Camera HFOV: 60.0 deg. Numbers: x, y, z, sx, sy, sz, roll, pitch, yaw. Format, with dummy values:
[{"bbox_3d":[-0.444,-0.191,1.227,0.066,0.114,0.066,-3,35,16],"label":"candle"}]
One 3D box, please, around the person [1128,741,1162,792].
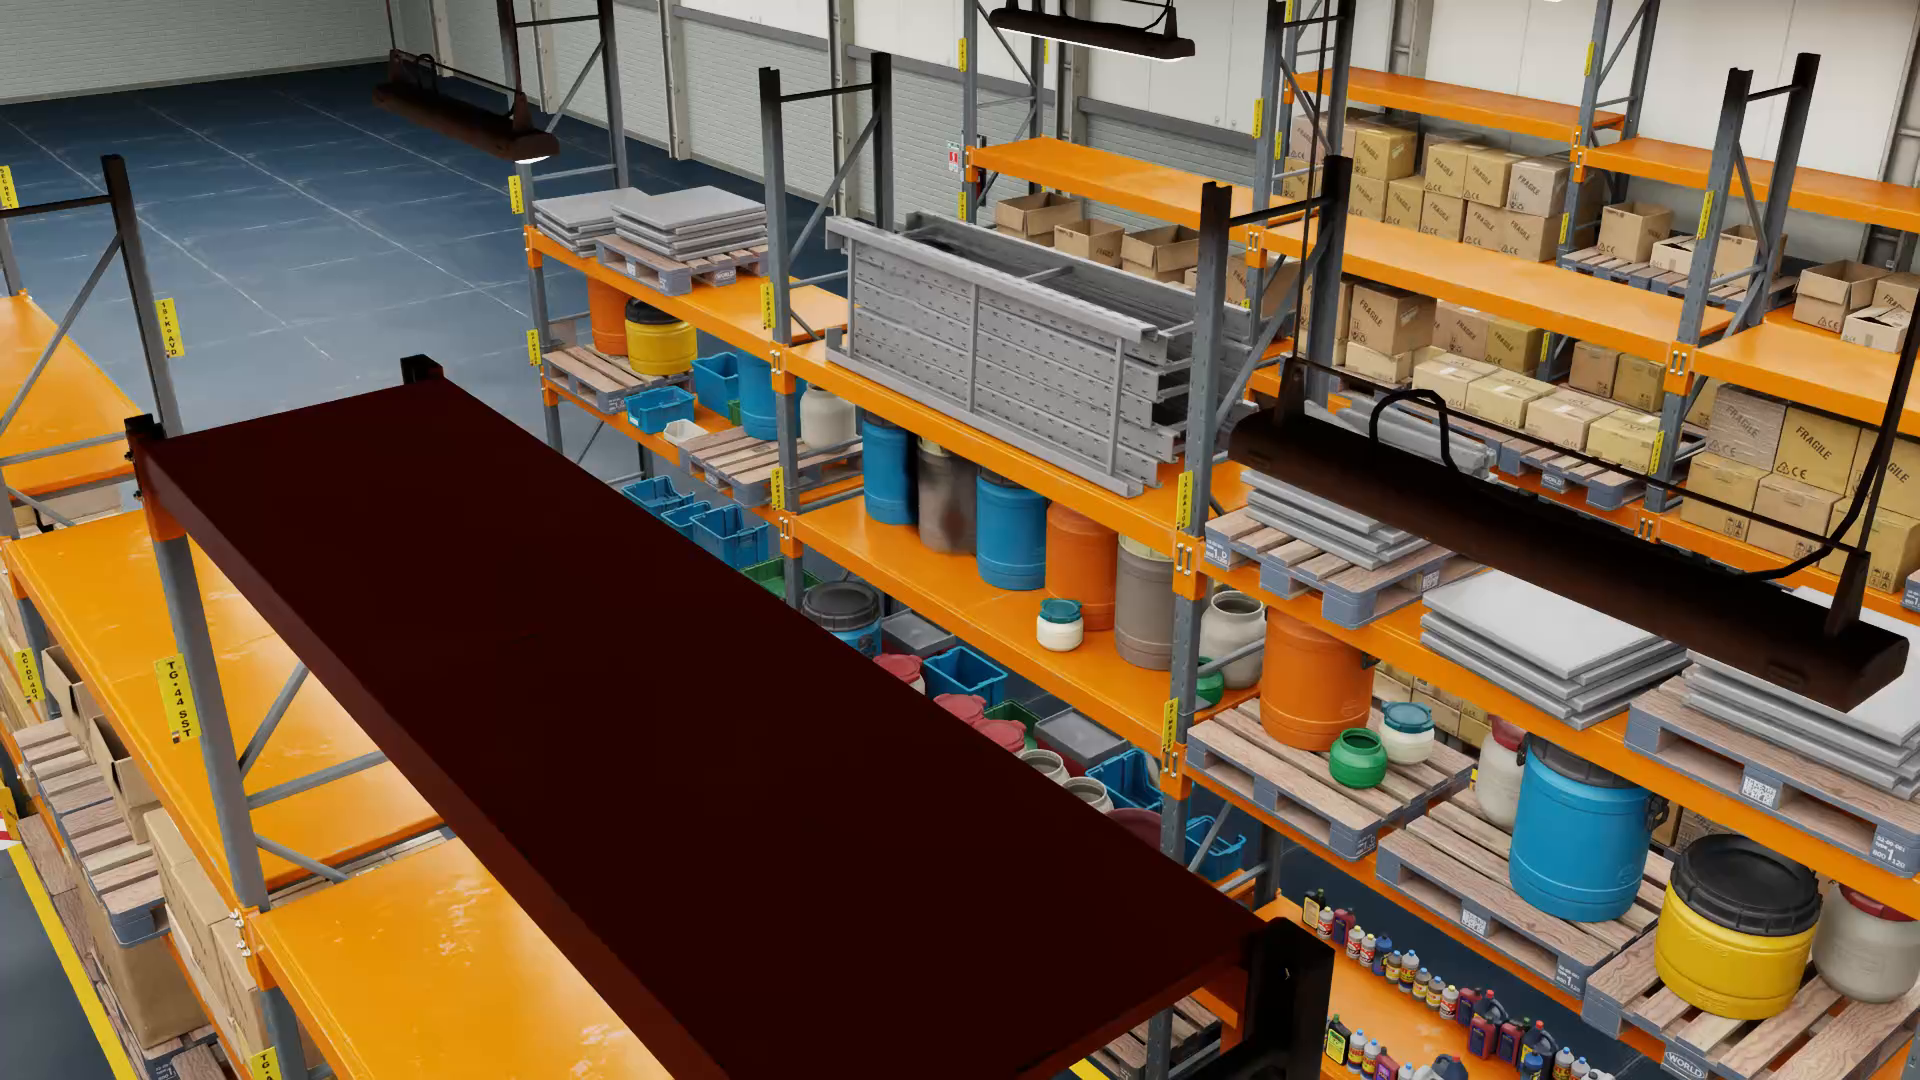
[{"bbox_3d":[1.474,1.349,13.541,0.580,1.710,0.681,-18,31,-33],"label":"person"}]
